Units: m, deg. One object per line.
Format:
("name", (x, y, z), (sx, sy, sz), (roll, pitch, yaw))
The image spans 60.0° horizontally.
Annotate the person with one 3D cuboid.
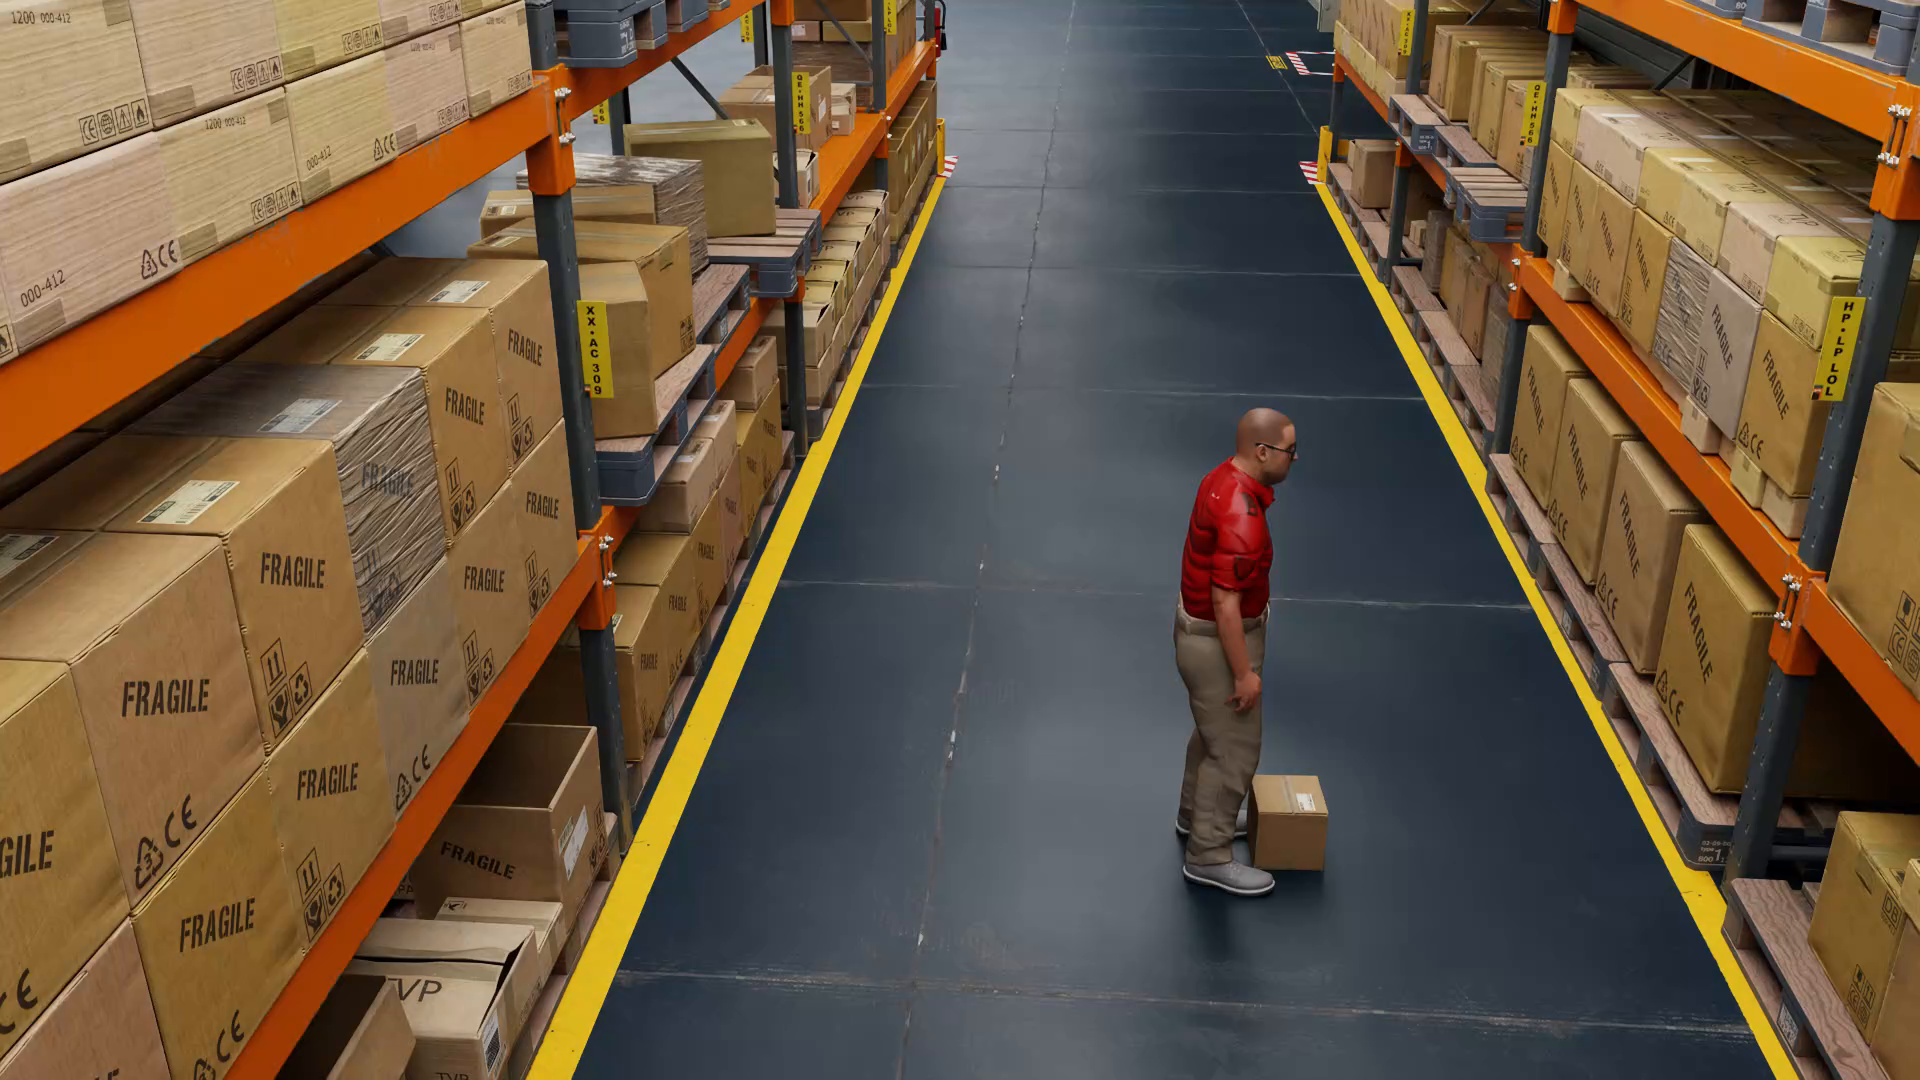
("person", (0.947, 0.363, 5.819), (0.390, 1.727, 0.585), (2, 24, 4))
